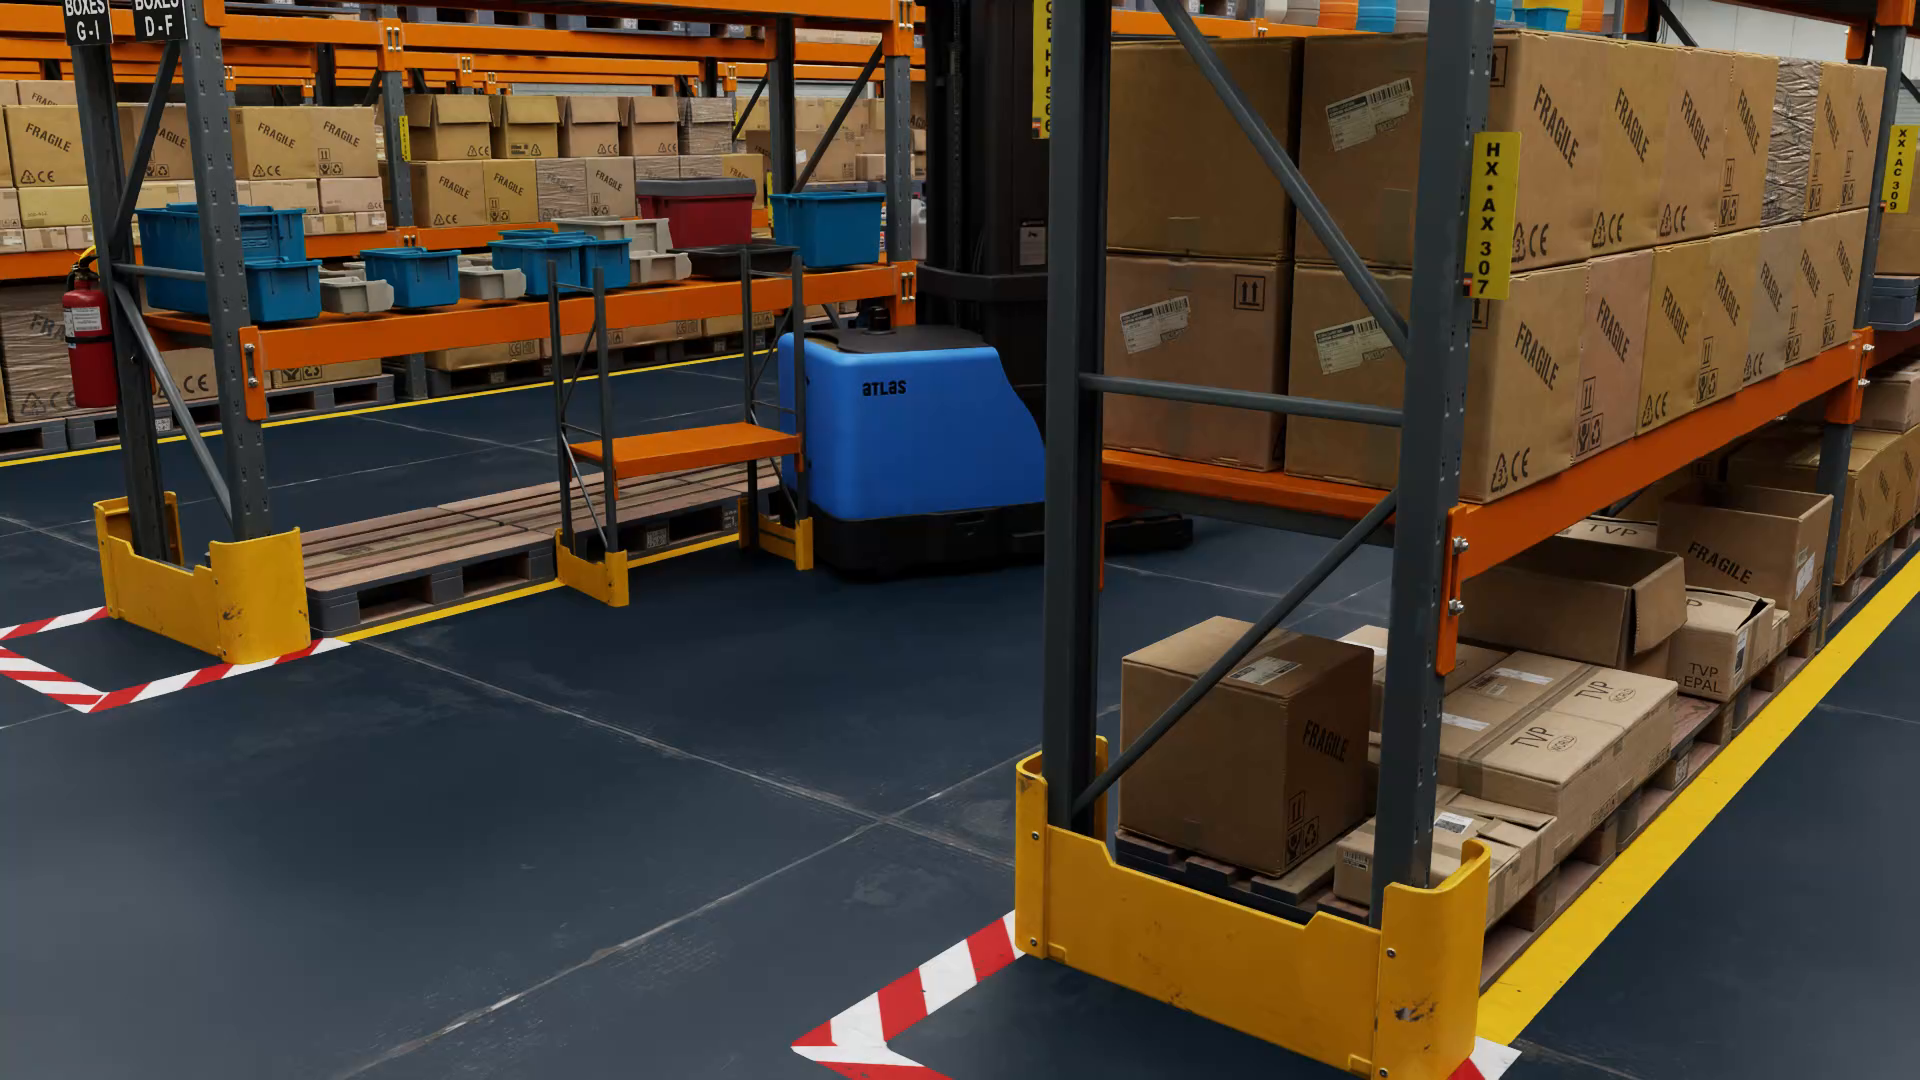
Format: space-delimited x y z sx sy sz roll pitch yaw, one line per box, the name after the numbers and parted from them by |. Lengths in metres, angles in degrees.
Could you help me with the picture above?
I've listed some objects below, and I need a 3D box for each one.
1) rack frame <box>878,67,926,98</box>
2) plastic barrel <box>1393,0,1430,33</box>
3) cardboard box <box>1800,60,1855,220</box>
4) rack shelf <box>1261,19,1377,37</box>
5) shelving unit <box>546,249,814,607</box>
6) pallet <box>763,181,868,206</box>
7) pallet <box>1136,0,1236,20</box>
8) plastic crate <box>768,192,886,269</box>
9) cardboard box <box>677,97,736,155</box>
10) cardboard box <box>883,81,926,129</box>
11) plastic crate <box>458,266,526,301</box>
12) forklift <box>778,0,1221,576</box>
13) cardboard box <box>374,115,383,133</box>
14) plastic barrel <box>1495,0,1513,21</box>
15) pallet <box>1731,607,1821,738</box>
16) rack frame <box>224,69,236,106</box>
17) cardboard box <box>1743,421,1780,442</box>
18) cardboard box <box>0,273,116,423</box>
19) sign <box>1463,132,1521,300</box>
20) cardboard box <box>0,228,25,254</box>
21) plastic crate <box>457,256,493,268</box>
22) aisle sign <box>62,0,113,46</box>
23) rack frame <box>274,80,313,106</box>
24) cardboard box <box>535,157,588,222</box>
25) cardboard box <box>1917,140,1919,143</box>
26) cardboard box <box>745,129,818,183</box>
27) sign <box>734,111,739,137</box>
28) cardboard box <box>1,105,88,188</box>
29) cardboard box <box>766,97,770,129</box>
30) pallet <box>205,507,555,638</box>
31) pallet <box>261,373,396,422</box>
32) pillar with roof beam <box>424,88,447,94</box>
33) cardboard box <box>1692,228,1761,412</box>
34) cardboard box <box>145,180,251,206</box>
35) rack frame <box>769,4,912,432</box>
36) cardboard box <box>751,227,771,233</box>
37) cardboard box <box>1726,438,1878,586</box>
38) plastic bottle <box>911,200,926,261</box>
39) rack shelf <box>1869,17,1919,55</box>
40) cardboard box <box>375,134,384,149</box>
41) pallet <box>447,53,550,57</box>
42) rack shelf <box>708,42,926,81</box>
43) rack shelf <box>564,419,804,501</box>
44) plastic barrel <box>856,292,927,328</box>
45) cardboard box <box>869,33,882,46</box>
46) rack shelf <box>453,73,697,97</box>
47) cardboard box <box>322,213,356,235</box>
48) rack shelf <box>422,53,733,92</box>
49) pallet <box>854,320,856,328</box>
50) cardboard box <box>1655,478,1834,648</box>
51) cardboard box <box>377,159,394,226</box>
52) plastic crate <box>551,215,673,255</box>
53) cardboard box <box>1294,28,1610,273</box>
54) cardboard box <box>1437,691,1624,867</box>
-0.808 -5.694 24.946 1.000 3.000 0.127 11 18 38 | rack frame
3.763 -4.816 14.376 0.600 0.901 0.600 0 14 0 | plastic barrel
2.711 -1.373 5.703 0.500 0.500 0.500 11 18 36 | cardboard box
3.068 -4.097 14.028 1.077 0.370 4.000 11 18 38 | rack shelf
-1.306 -0.563 7.793 1.083 1.500 0.587 -11 18 -37 | shelving unit
-1.677 -3.435 16.443 1.213 0.211 1.003 11 18 38 | pallet
1.254 -3.840 11.937 1.003 0.211 1.213 11 18 38 | pallet
-0.731 -1.722 9.220 0.392 0.384 0.575 11 18 38 | plastic crate
-2.514 -3.773 15.141 0.797 0.503 0.637 12 19 39 | cardboard box
-0.136 -4.505 18.194 1.000 1.000 1.000 11 18 38 | cardboard box
-2.114 -1.153 7.483 0.250 0.136 0.298 11 18 38 | plastic crate
0.635 -1.467 8.444 3.031 2.935 1.130 -6 15 -22 | forklift
-8.316 -5.654 23.126 0.500 0.500 0.500 10 18 35 | cardboard box
5.034 -5.449 16.018 0.600 0.901 0.708 11 18 38 | plastic barrel
2.715 0.407 6.591 1.003 0.211 1.213 11 18 38 | pallet
-9.750 -4.909 21.855 1.000 3.000 0.127 11 18 38 | rack frame
3.552 -0.310 7.933 0.500 0.500 0.500 11 18 38 | cardboard box
-6.158 -1.326 11.214 0.875 0.875 0.875 11 18 38 | cardboard box
1.055 -0.645 3.313 0.100 0.325 0.005 11 18 38 | sign
-6.106 -1.887 10.469 0.380 0.149 0.250 11 18 37 | cardboard box
-2.325 -1.332 8.189 0.298 0.136 0.250 11 18 38 | plastic crate
-3.490 -2.368 6.574 0.394 0.787 0.004 11 18 38 | aisle sign
-11.099 -6.442 27.891 1.000 3.000 0.127 11 18 38 | rack frame
-3.442 -2.899 13.741 0.500 0.500 0.500 11 18 36 | cardboard box
4.630 -1.810 8.600 0.500 0.500 0.700 -12 18 -39 | cardboard box
-1.733 -3.737 16.185 0.500 0.500 0.500 9 17 31 | cardboard box
-2.894 -5.369 21.475 0.100 0.325 0.005 11 18 38 | sign
-5.923 -2.524 10.645 0.500 0.500 0.500 11 18 36 | cardboard box
-2.808 -5.713 22.522 0.875 0.550 0.550 11 18 38 | cardboard box
-2.669 0.123 7.711 1.003 0.211 1.213 11 18 38 | pallet
-5.095 -1.124 12.620 1.003 0.211 1.213 11 18 38 | pallet
-6.375 -9.456 27.569 9.100 9.000 0.400 11 18 38 | pillar with roof beam
2.070 -0.693 5.056 0.500 0.500 0.500 12 18 38 | cardboard box
-5.273 -2.358 11.515 0.500 0.250 0.500 12 18 39 | cardboard box
-0.703 -1.843 9.785 1.000 3.000 0.127 11 18 38 | rack frame
-2.872 -4.212 22.572 0.875 0.875 0.875 12 18 38 | cardboard box
3.641 -0.132 7.235 0.500 0.500 0.500 10 18 35 | cardboard box
-0.205 -1.844 9.890 0.144 0.351 0.185 11 18 38 | plastic bottle
6.918 -3.330 11.007 1.077 0.370 4.000 11 18 38 | rack shelf
-6.277 -4.218 17.584 0.380 0.149 0.250 12 19 39 | cardboard box
-5.473 -5.656 19.087 1.213 0.211 1.003 12 19 40 | pallet
-0.785 -4.864 17.045 1.077 0.370 4.000 11 18 38 | rack shelf
-1.299 -0.390 7.842 1.000 0.185 0.538 -11 18 -37 | rack shelf
-0.348 -1.131 10.392 0.600 0.901 0.708 11 18 38 | plastic barrel
-0.910 -5.005 16.446 0.500 0.250 0.500 12 18 39 | cardboard box
-5.979 -7.163 26.097 1.077 0.370 4.000 11 18 38 | rack shelf
-4.655 -2.329 12.209 0.380 0.149 0.250 12 18 39 | cardboard box
-4.579 -5.650 20.142 1.077 0.370 4.000 11 18 38 | rack shelf
-0.782 -2.406 17.665 1.003 0.211 1.213 11 18 38 | pallet
3.010 0.076 6.416 0.500 0.500 0.500 11 18 38 | cardboard box
-4.474 -2.790 13.309 0.500 0.500 0.500 11 18 38 | cardboard box
-1.806 -1.551 8.753 0.437 0.282 0.530 11 18 38 | plastic crate
1.117 -0.887 3.788 0.500 0.500 0.500 12 19 39 | cardboard box
1.510 0.654 4.648 0.500 0.250 0.500 11 18 38 | cardboard box
